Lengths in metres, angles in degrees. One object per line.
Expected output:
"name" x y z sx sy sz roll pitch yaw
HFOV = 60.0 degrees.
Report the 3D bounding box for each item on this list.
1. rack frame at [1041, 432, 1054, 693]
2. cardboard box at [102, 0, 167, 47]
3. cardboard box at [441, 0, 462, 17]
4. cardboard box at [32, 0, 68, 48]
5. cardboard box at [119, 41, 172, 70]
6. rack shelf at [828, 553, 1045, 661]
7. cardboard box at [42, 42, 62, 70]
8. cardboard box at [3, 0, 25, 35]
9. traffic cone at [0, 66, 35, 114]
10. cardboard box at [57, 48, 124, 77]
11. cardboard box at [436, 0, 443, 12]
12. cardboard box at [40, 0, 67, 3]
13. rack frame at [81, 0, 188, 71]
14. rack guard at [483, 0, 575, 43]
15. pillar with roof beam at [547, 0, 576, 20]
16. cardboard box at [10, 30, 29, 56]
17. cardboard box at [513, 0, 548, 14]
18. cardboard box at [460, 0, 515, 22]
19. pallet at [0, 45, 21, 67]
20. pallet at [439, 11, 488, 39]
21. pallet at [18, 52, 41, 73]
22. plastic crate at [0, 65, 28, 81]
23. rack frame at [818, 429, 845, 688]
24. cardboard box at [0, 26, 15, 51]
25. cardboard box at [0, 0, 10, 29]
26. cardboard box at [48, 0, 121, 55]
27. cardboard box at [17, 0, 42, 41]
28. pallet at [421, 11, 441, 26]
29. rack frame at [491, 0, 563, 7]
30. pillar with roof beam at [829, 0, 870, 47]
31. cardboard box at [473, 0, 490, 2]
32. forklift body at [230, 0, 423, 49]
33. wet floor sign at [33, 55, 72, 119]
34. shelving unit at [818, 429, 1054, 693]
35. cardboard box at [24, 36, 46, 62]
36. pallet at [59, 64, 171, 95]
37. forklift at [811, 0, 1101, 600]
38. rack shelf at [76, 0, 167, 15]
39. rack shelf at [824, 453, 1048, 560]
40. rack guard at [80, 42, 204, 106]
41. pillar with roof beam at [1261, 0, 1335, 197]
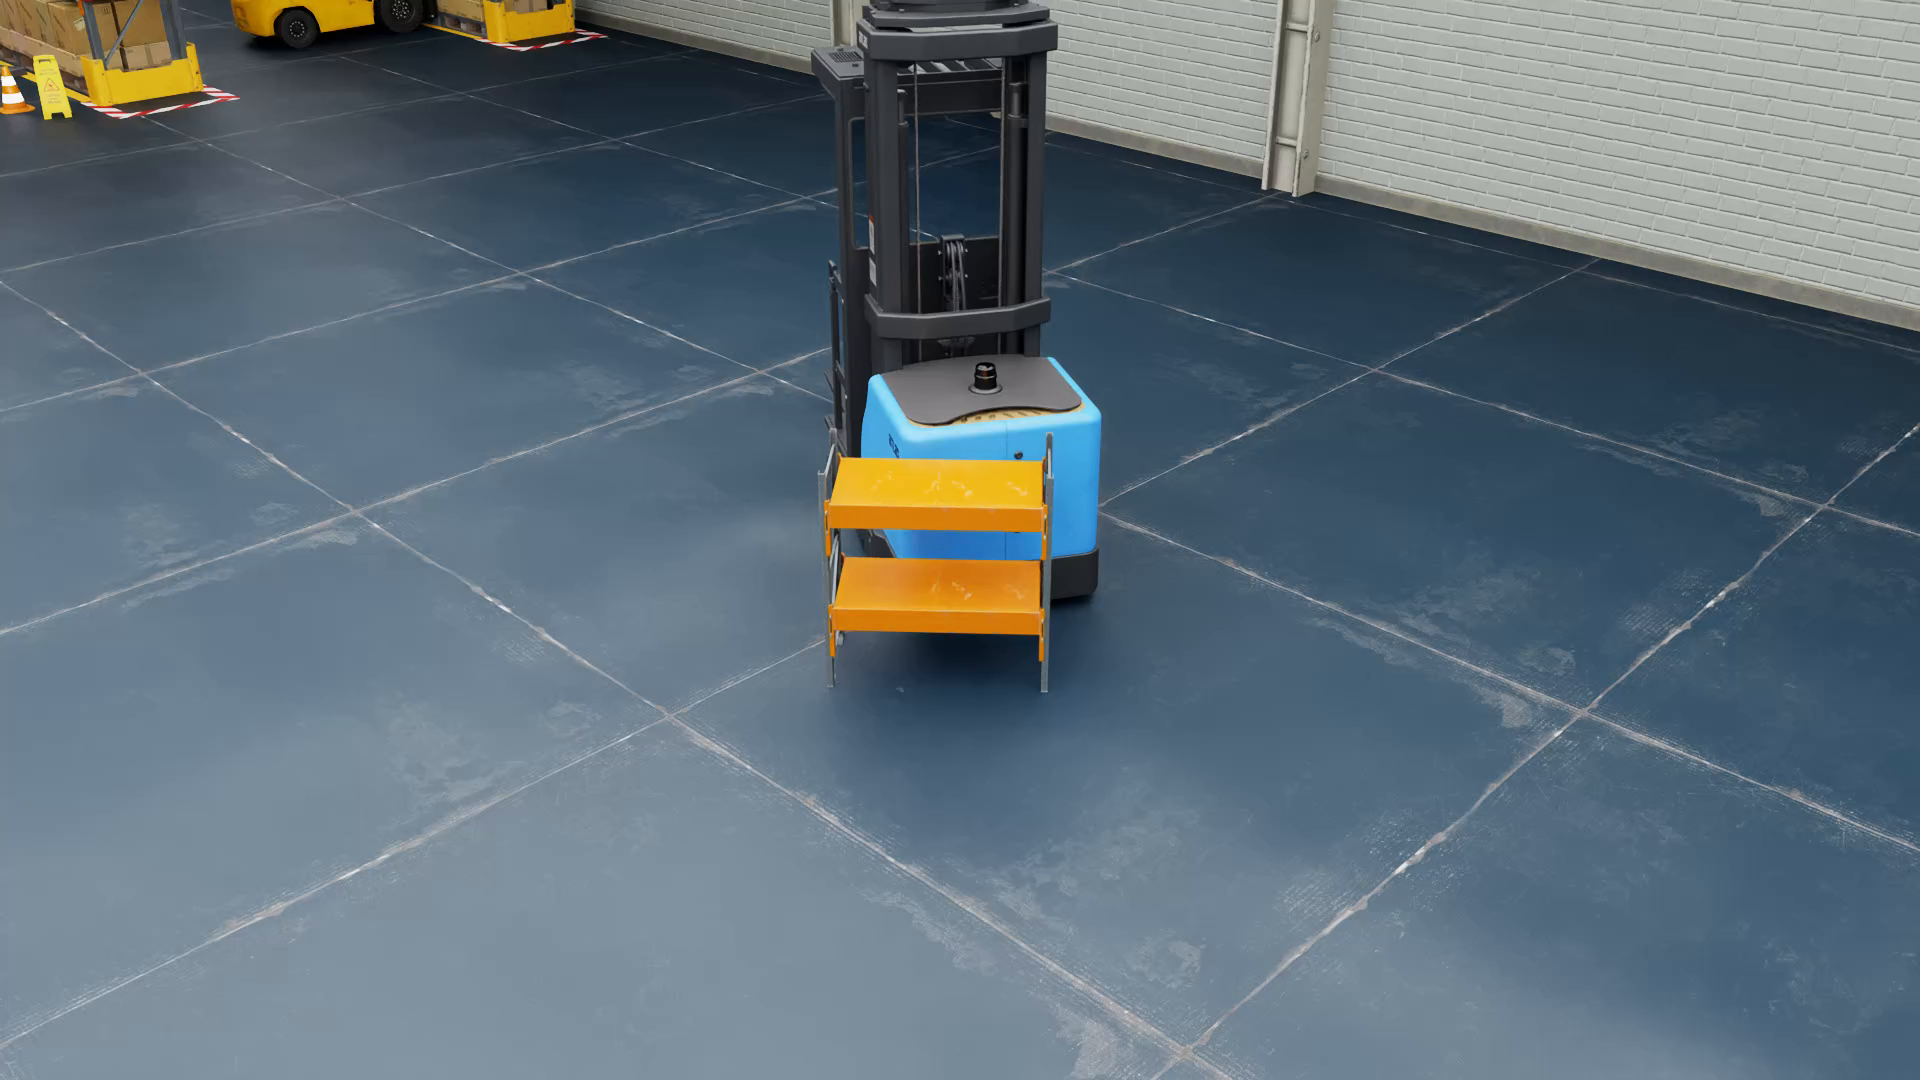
"rack frame" 0.409 0.109 7.833 0.032 1.125 0.500 1 28 2
"cardboard box" -9.520 -5.987 19.110 0.500 0.500 0.500 23 36 37
"cardboard box" -6.549 -7.155 22.137 0.500 0.250 0.500 25 36 38
"cardboard box" -10.250 -5.968 19.075 0.500 0.500 0.500 -24 36 -37
"cardboard box" -9.503 -5.647 19.270 0.500 0.250 0.500 24 36 38
"rack shelf" -0.098 0.316 7.966 1.000 0.278 0.538 1 28 2
"cardboard box" -10.250 -5.638 19.253 0.500 0.250 0.500 25 37 39
"cardboard box" -10.984 -6.307 19.719 0.500 0.500 0.500 -23 35 -37
"traffic cone" -10.333 -4.913 18.096 0.334 0.463 0.336 25 36 38
"cardboard box" -9.904 -5.475 18.942 0.500 0.250 0.500 24 36 38
"cardboard box" -6.899 -7.321 22.453 0.500 0.250 0.500 -25 37 -39
"cardboard box" -10.184 -6.184 18.788 0.380 0.149 0.250 -24 36 -38
"rack frame" -9.122 -6.323 18.053 0.127 3.000 1.000 25 36 38
"rack guard" -5.627 -6.858 21.755 0.348 0.500 1.175 25 36 38
"pillar with roof beam" -8.527 -9.725 18.076 0.400 9.000 9.100 25 36 38
"cardboard box" -10.974 -5.973 19.889 0.500 0.250 0.500 24 36 38
"cardboard box" -5.857 -7.166 22.158 0.500 0.250 0.500 25 37 39
"cardboard box" -6.201 -6.989 21.822 0.500 0.250 0.500 25 37 39
"pallet" -11.470 -6.187 20.790 1.213 0.211 1.003 25 36 38
"pallet" -6.219 -6.973 22.285 1.213 0.211 1.003 25 36 38
"pallet" -10.596 -5.789 20.032 1.213 0.211 1.003 25 36 38
"plastic crate" -11.429 -5.552 19.723 0.583 0.080 0.402 12 30 22
"rack frame" -0.606 0.089 7.871 0.032 1.125 0.500 1 28 2
"cardboard box" -11.354 -6.145 20.217 0.500 0.250 0.500 -23 35 -36
"cardboard box" -11.352 -6.477 20.041 0.500 0.500 0.500 -24 36 -37
"cardboard box" -9.876 -5.799 18.753 0.500 0.500 0.500 25 37 39
"cardboard box" -10.605 -6.135 19.392 0.500 0.500 0.500 24 36 37
"pallet" -7.085 -7.371 23.042 1.213 0.211 1.003 25 36 38
"rack frame" -5.644 -7.972 21.188 0.127 3.000 1.000 25 36 38
"pillar with roof beam" -4.249 -7.767 14.352 0.400 9.000 9.100 25 36 38
"cardboard box" -6.210 -7.217 21.719 0.500 0.250 0.500 24 36 38
"forklift body" -8.275 -7.610 21.411 1.214 2.155 2.313 25 36 38
"wet floor sign" -9.736 -4.864 17.808 0.267 0.644 0.232 -13 30 -22
"shelving unit" -0.098 0.099 7.852 1.048 1.125 0.538 1 28 2
"cardboard box" -10.627 -5.807 19.575 0.500 0.250 0.500 23 35 37
"pallet" -9.730 -5.391 19.276 1.213 0.211 1.003 25 36 38
"forklift" -0.163 -1.579 9.103 1.130 2.935 3.031 -7 29 -13
"rack shelf" -10.548 -6.658 19.461 4.000 0.370 1.077 25 36 38
"rack shelf" -0.098 -0.160 7.716 1.000 0.278 0.538 1 28 2
"rack guard" -9.176 -5.242 18.682 0.348 0.500 1.175 25 36 38
"pillar with roof beam" 0.030 -5.809 10.629 0.400 9.000 9.100 25 36 38
